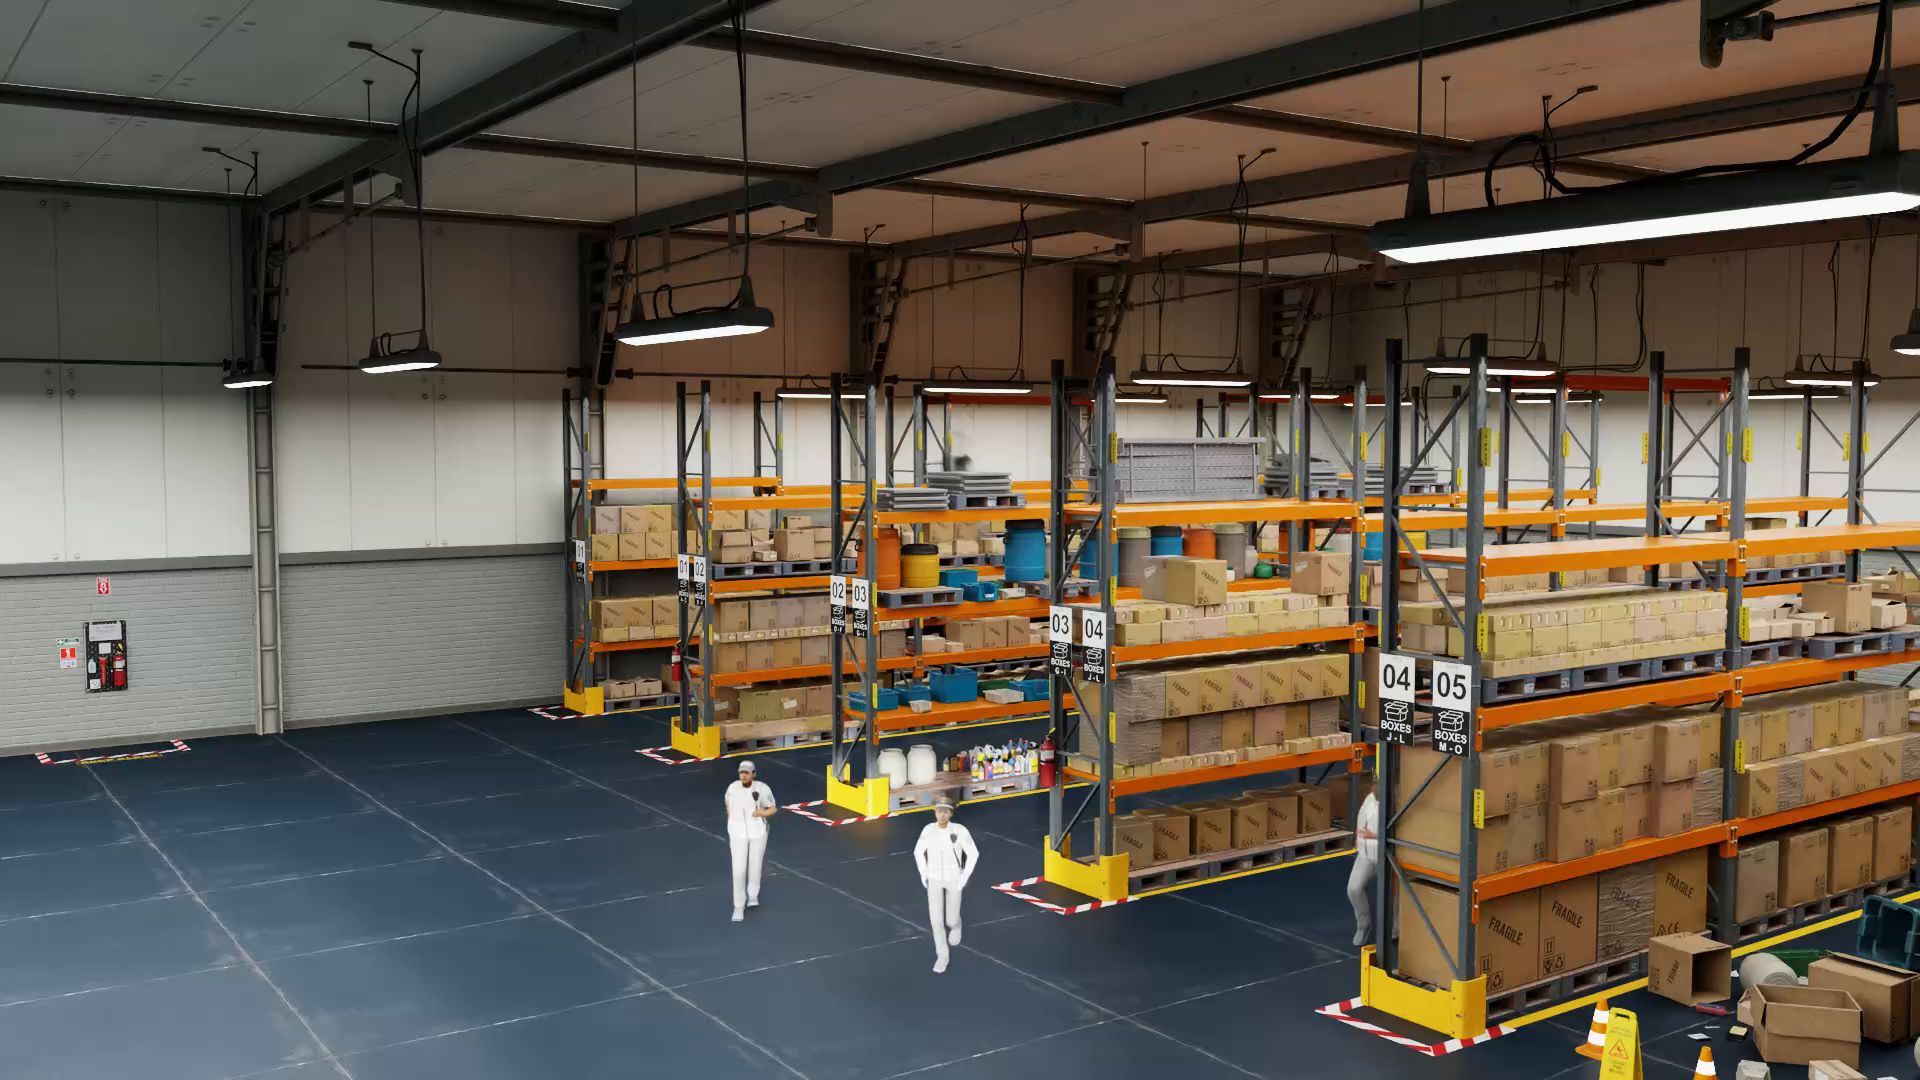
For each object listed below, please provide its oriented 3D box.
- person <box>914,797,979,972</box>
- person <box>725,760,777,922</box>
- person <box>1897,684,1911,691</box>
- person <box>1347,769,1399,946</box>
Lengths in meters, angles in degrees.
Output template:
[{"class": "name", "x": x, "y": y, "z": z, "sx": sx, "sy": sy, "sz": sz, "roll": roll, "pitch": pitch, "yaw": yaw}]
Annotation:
[{"class": "person", "x": -0.138, "y": 3.302, "z": 16.220, "sx": 0.642, "sy": 1.668, "sz": 0.641, "roll": 0, "pitch": 4, "yaw": 7}, {"class": "person", "x": -2.245, "y": 3.215, "z": 17.831, "sx": 0.573, "sy": 1.725, "sz": 0.746, "roll": 0, "pitch": 4, "yaw": -3}, {"class": "person", "x": 13.054, "y": 2.850, "z": 23.067, "sx": 0.783, "sy": 1.728, "sz": 0.550, "roll": -3, "pitch": 4, "yaw": -35}, {"class": "person", "x": 4.225, "y": 3.214, "z": 16.786, "sx": 0.749, "sy": 1.840, "sz": 0.635, "roll": -3, "pitch": 5, "yaw": -39}]
